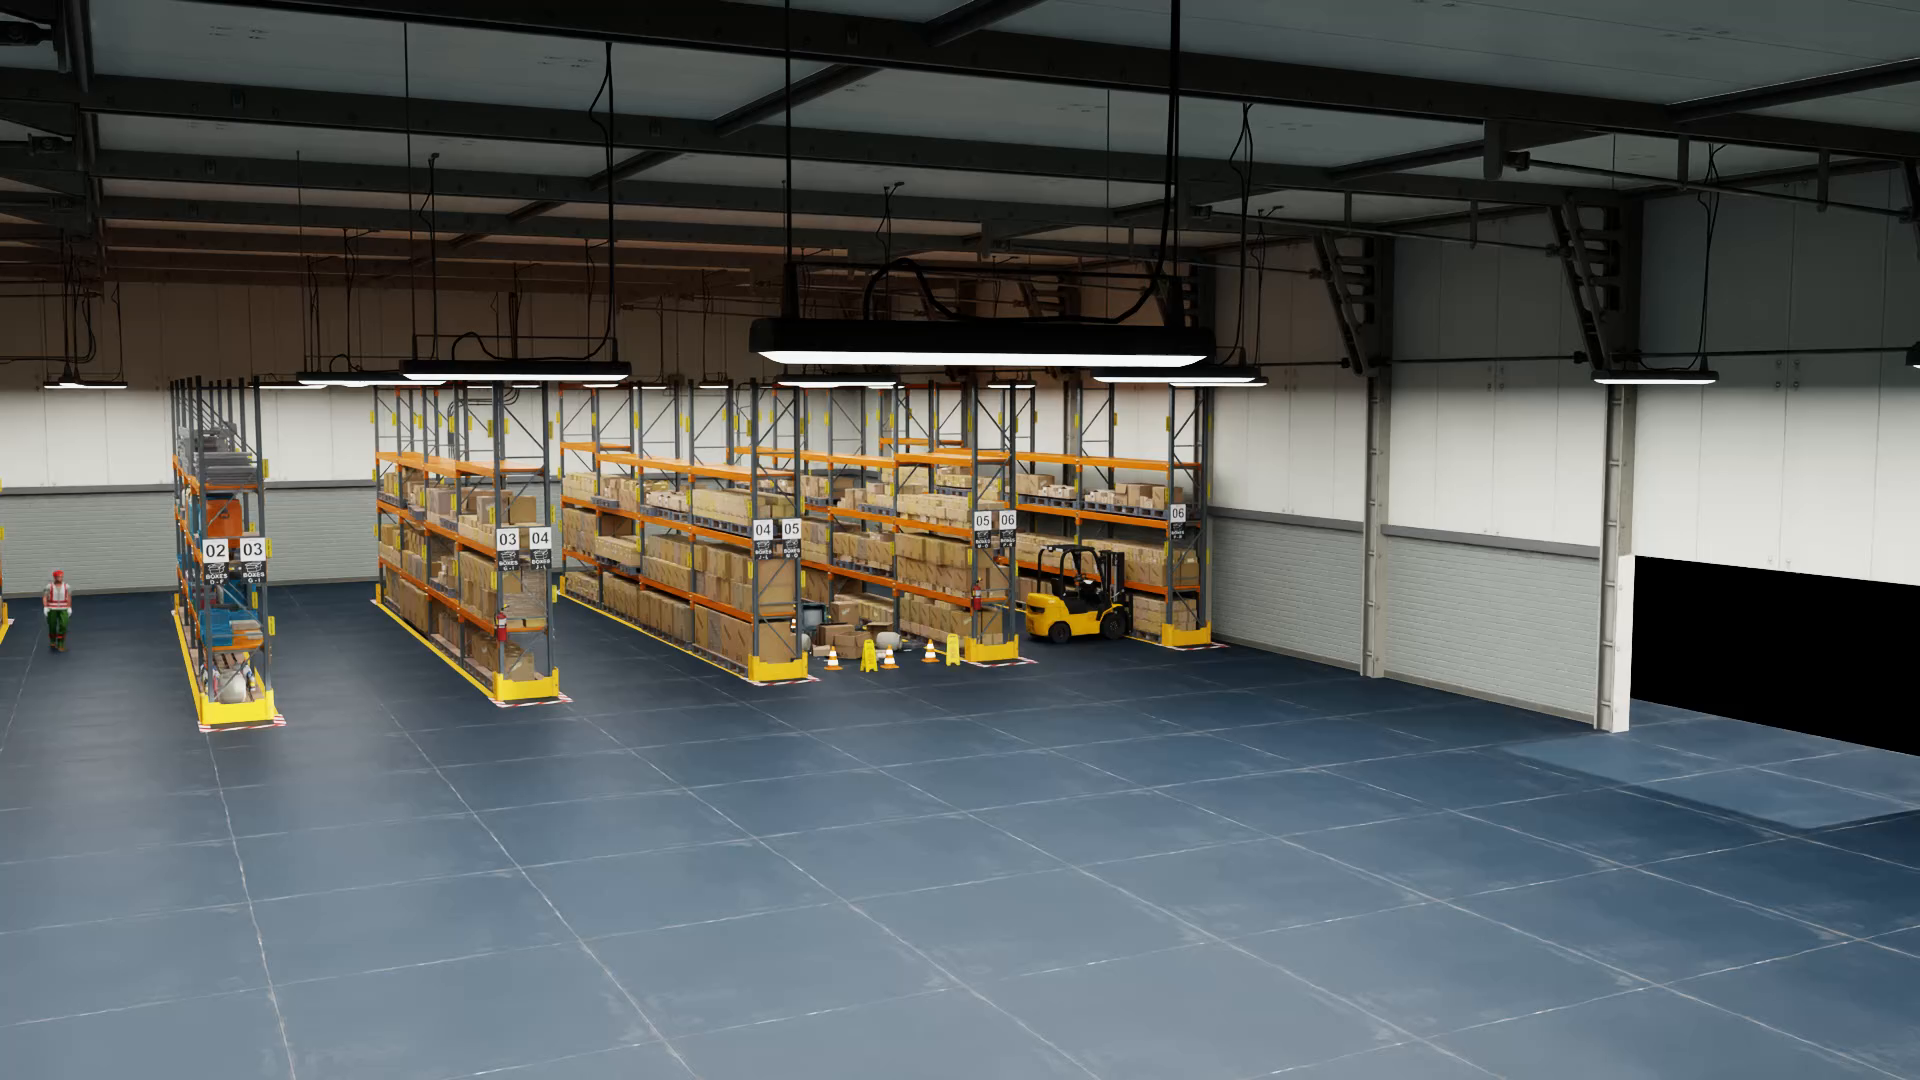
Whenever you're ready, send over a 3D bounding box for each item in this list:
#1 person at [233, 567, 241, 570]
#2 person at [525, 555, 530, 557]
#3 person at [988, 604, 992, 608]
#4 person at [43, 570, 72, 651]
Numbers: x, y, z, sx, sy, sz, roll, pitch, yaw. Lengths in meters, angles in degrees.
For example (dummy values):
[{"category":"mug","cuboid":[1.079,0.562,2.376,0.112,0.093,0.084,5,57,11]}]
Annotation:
[{"category":"person","cuboid":[-17.883,1.146,41.512,0.578,1.746,0.496,-1,5,-6]},{"category":"person","cuboid":[-12.394,0.675,47.466,0.552,1.645,0.551,1,5,11]},{"category":"person","cuboid":[0.625,1.182,43.012,0.456,1.498,0.629,-5,7,-42]},{"category":"person","cuboid":[-20.063,1.582,36.973,0.611,1.819,0.672,-4,7,-41]}]
